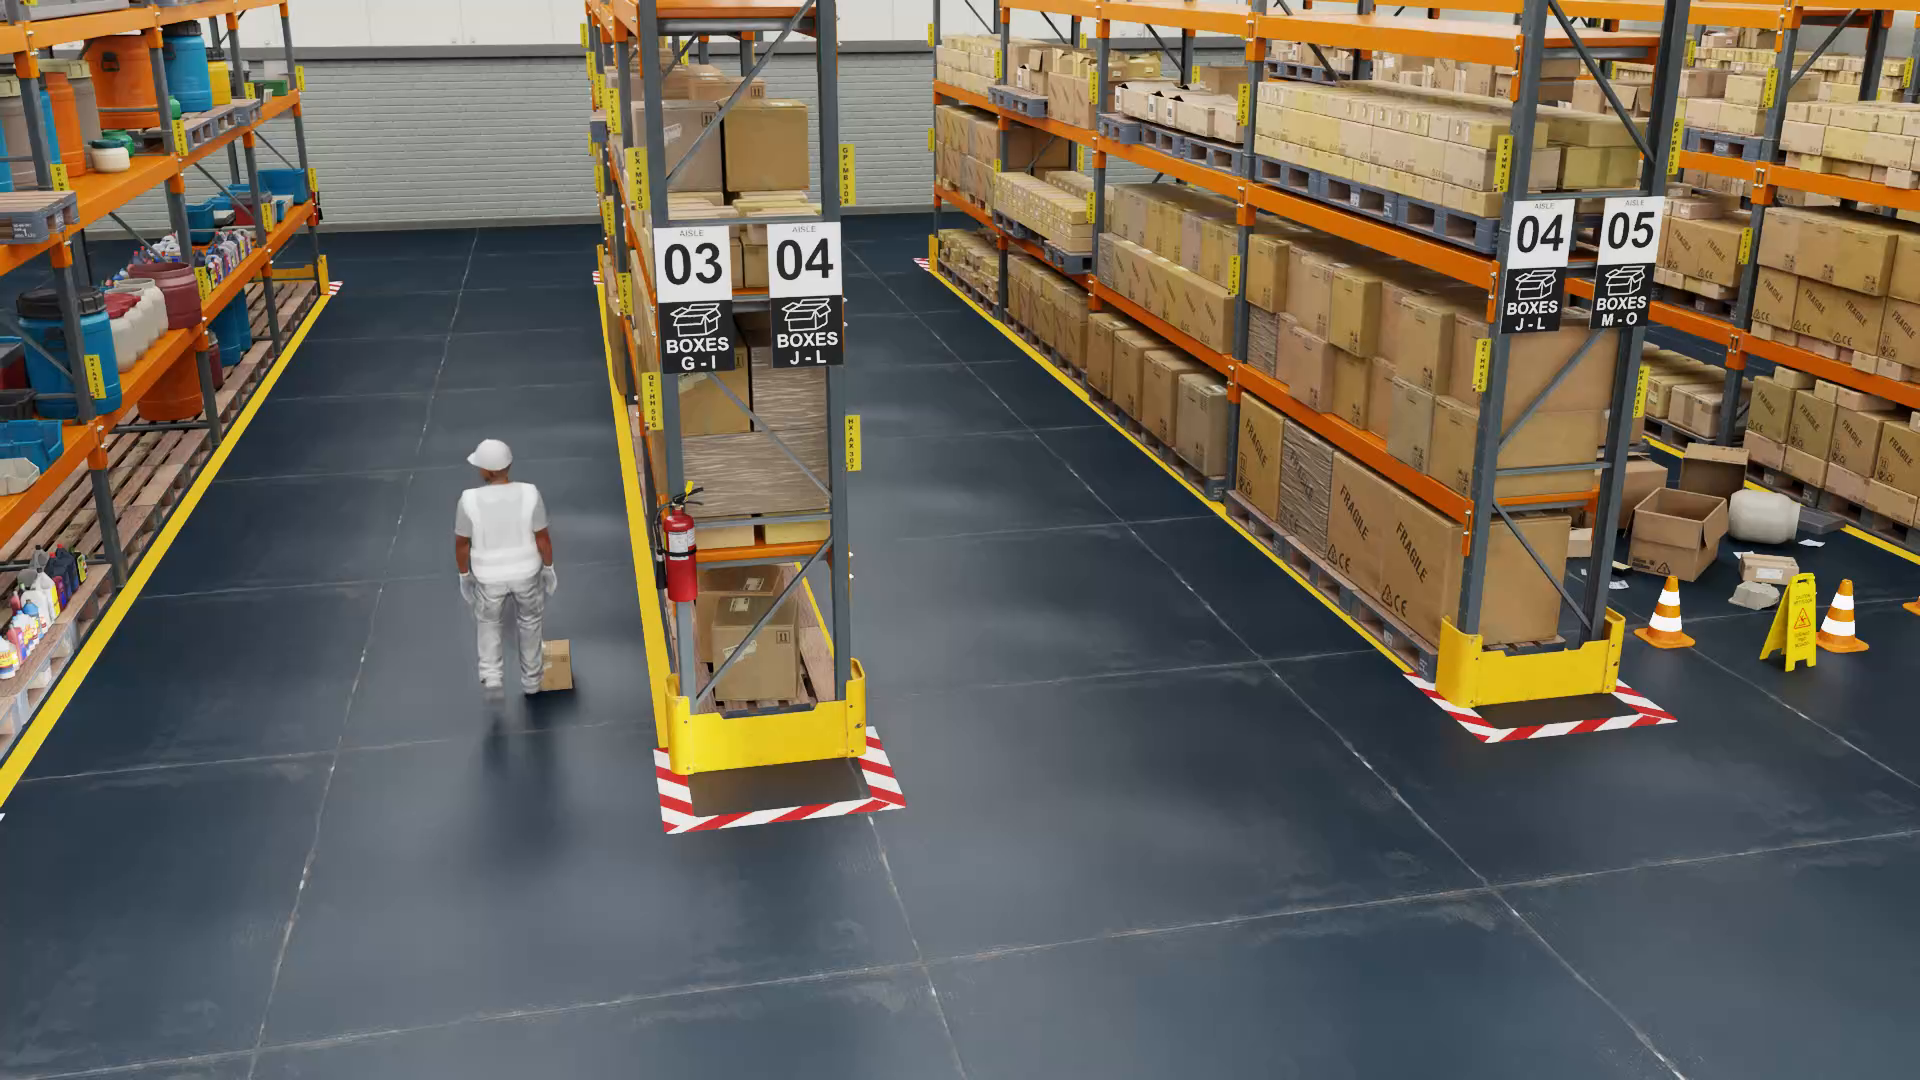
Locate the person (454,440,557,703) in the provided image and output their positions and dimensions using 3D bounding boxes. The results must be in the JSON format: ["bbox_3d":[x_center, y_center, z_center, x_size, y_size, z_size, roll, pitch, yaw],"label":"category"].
[{"bbox_3d":[-2.849,0.196,10.468,0.589,1.765,0.728,-4,20,-10],"label":"person"}]
